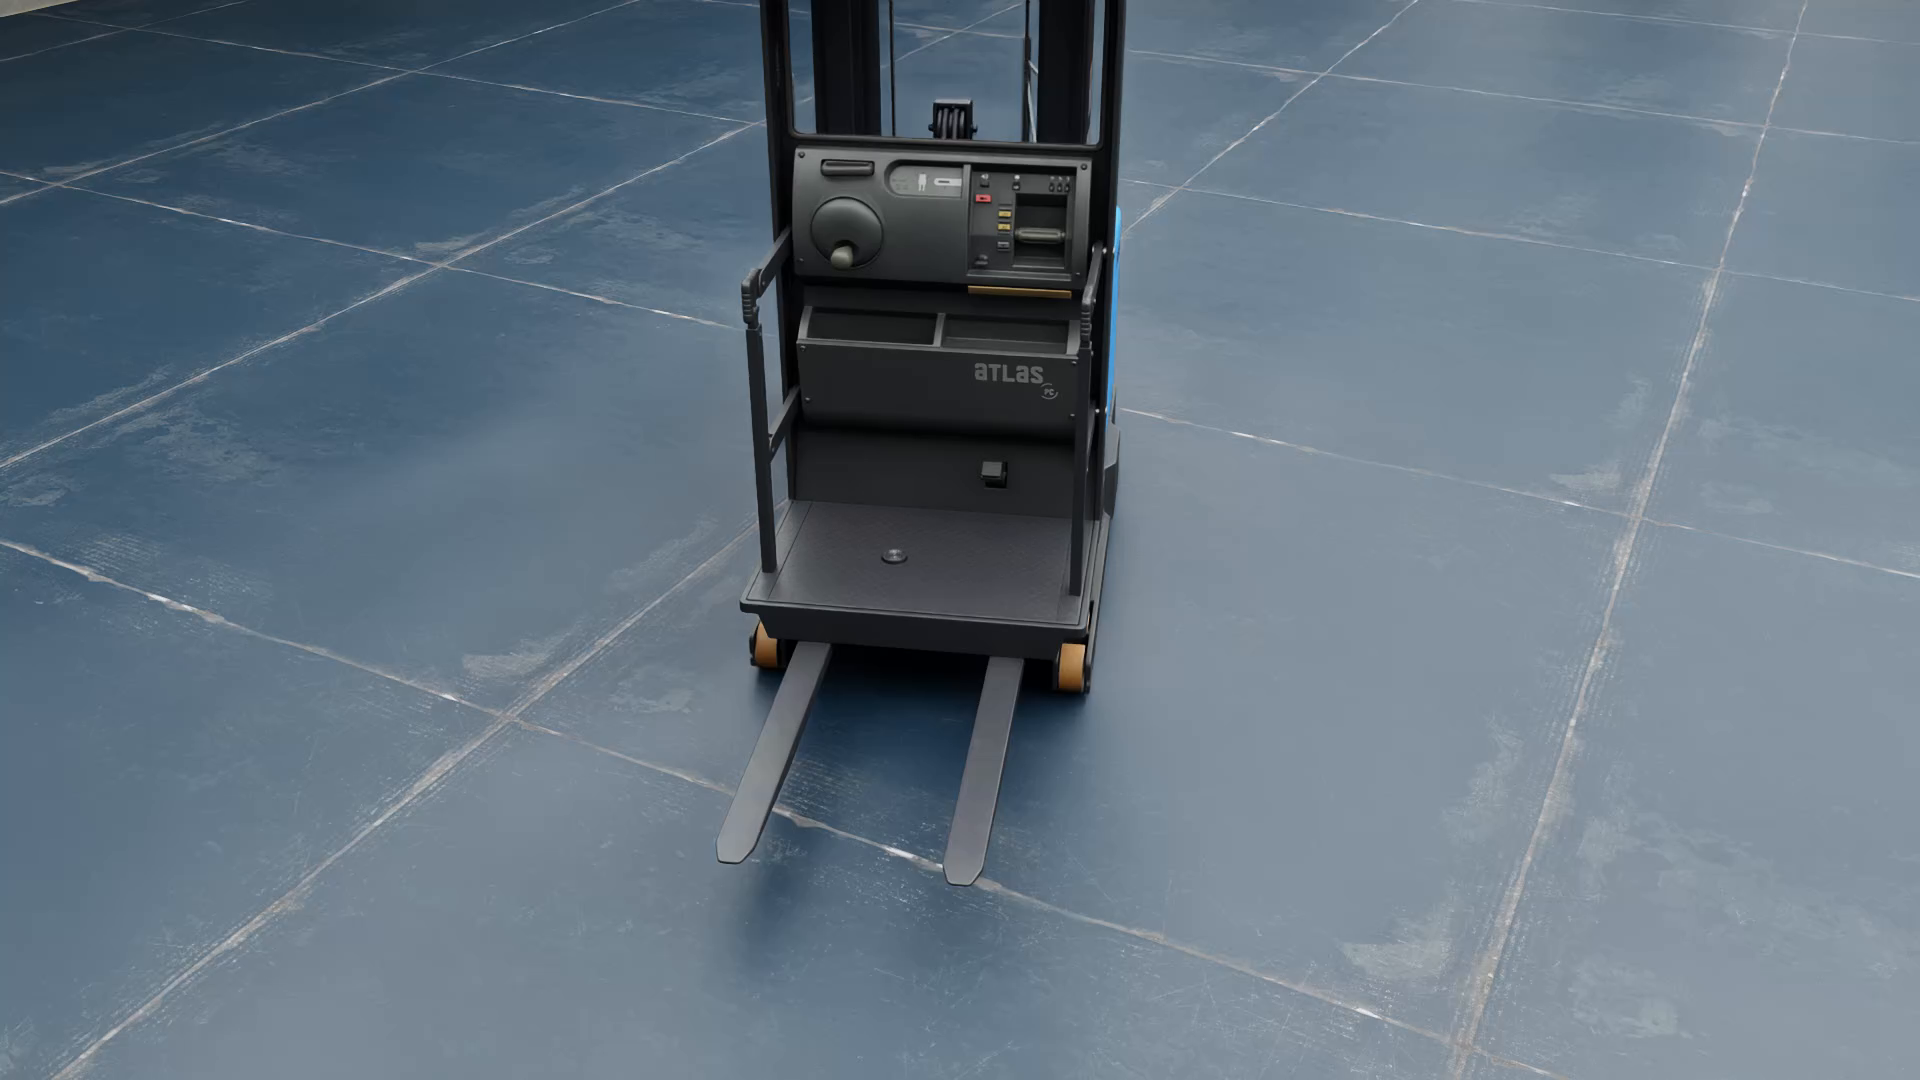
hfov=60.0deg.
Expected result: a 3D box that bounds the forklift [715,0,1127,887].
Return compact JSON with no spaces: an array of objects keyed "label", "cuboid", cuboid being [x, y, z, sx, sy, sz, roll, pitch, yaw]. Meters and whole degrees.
[{"label":"forklift","cuboid":[-0.089,-0.962,4.982,1.130,2.935,3.031,4,30,7]}]

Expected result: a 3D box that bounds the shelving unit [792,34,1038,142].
[{"label":"shelving unit","cuboid":[-0.172,-1.276,6.966,1.083,1.500,0.587,-5,30,-8]}]

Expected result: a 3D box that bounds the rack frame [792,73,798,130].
[{"label":"rack frame","cuboid":[-0.682,-1.232,6.890,0.032,1.500,0.500,-5,30,-8]}]

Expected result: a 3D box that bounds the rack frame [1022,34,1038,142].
[{"label":"rack frame","cuboid":[0.320,-1.319,7.040,0.032,1.500,0.500,-5,30,-8]}]
